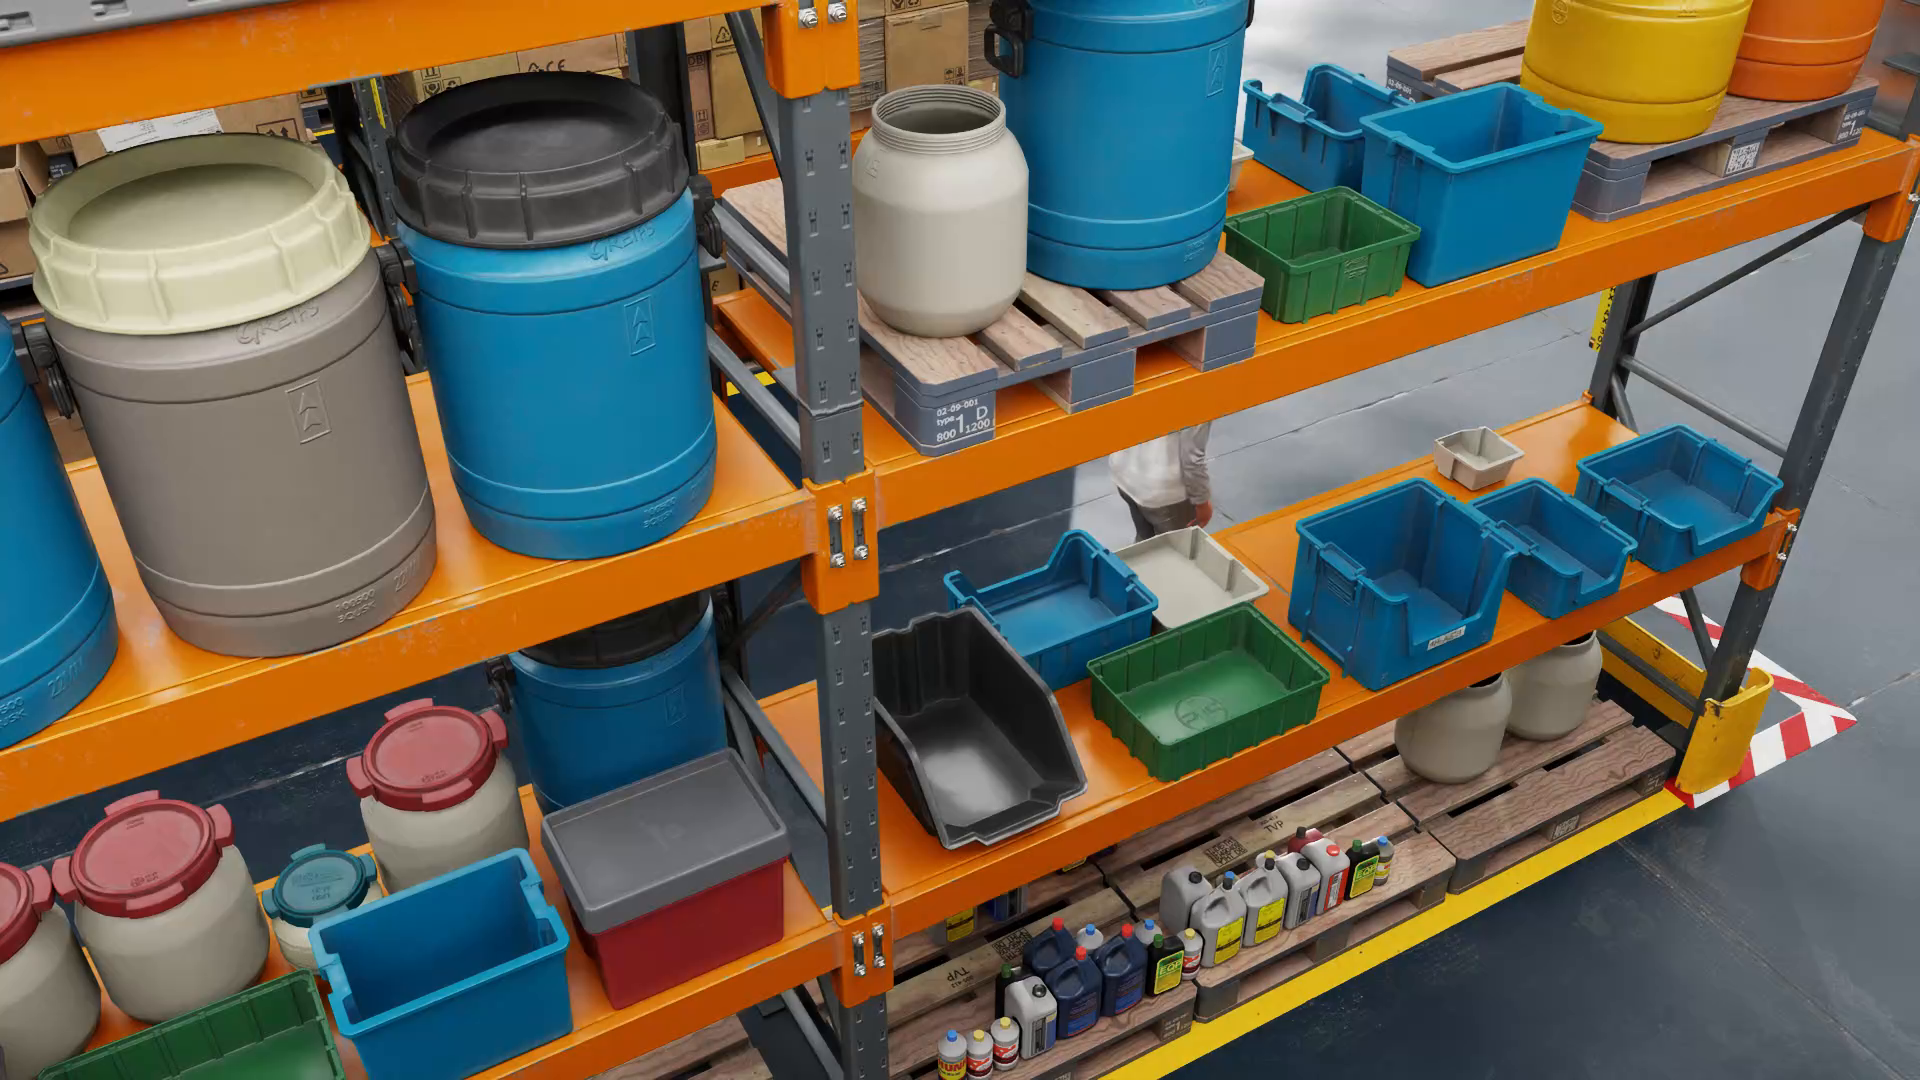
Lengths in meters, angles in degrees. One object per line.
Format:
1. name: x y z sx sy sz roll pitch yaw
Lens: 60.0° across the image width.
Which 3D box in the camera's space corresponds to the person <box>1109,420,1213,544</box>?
1. person: 0.897 -0.279 7.283 0.465 1.771 0.580 -19 41 -24
